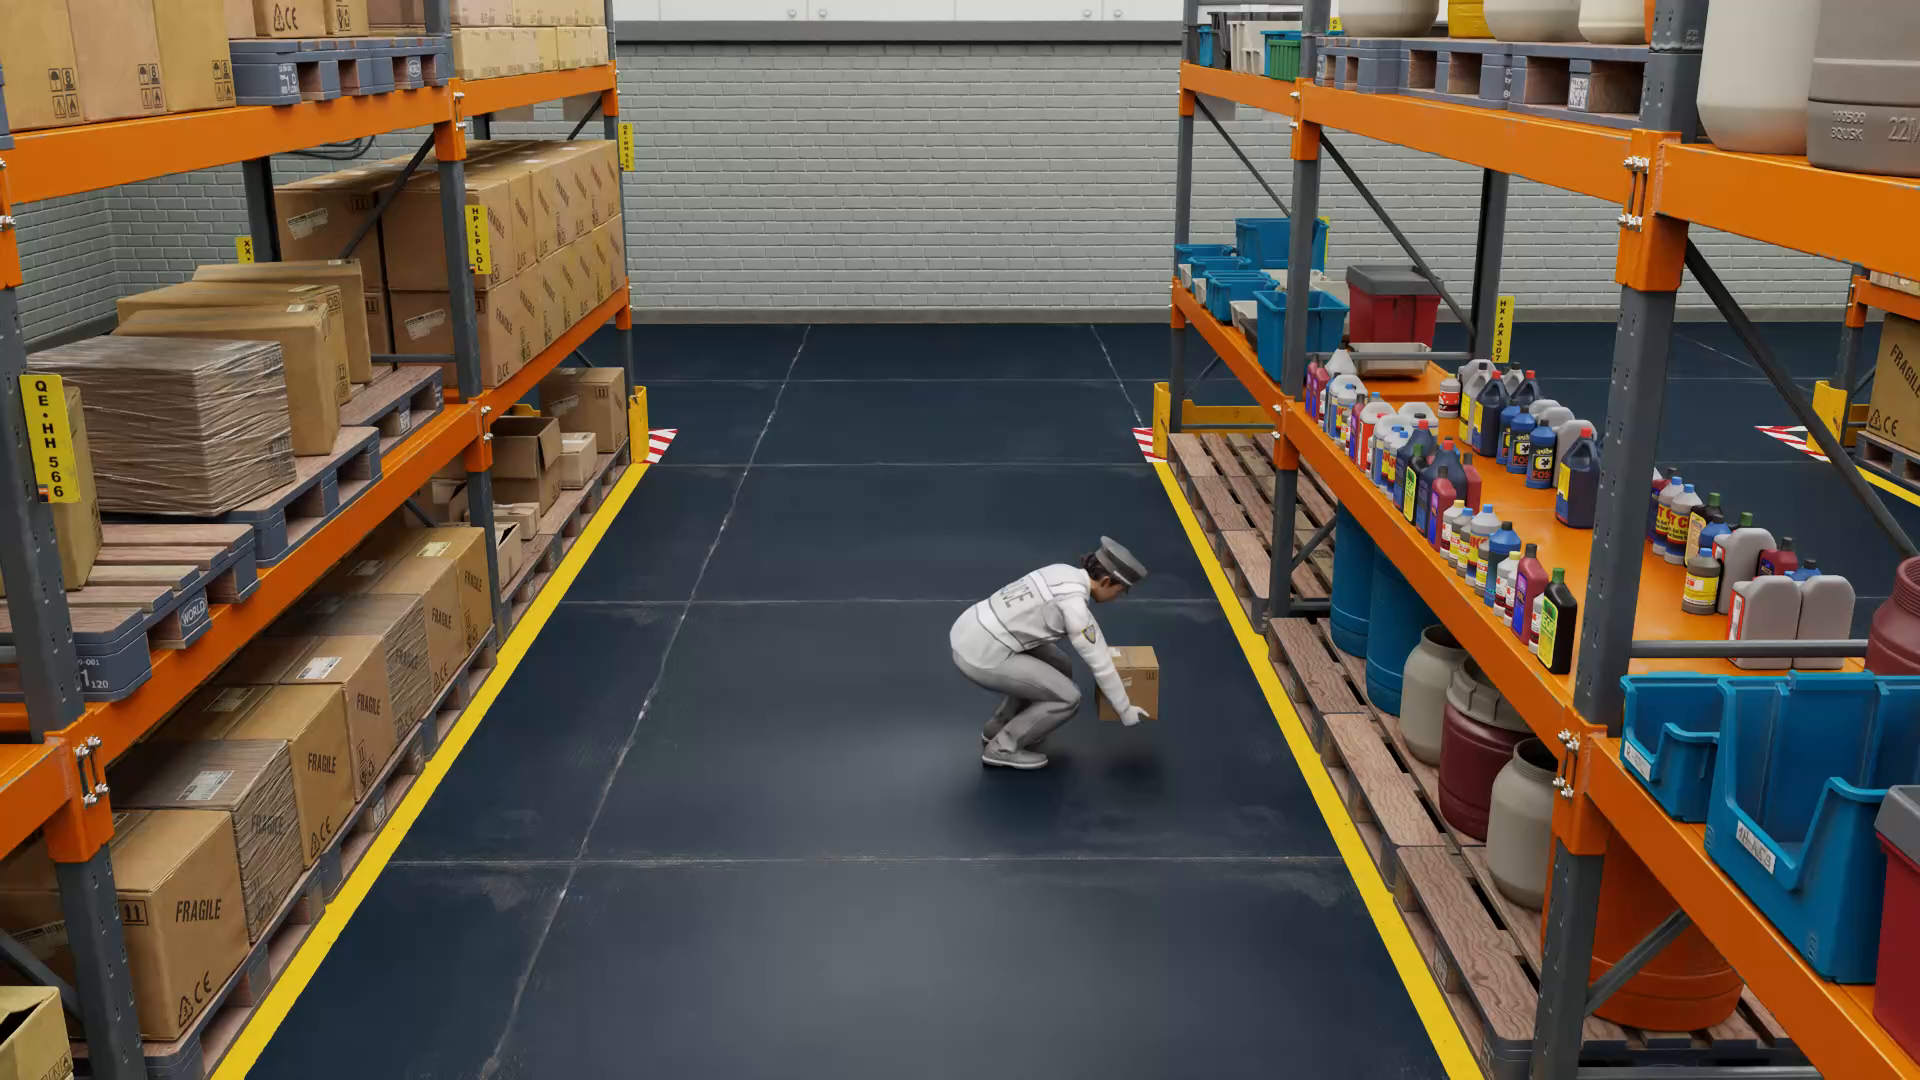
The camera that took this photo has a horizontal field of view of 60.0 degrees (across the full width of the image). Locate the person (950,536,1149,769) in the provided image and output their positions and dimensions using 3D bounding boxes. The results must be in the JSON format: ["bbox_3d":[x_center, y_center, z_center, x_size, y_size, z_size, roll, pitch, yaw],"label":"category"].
[{"bbox_3d":[0.386,0.476,7.190,0.859,0.979,0.458,-1,17,-2],"label":"person"}]
